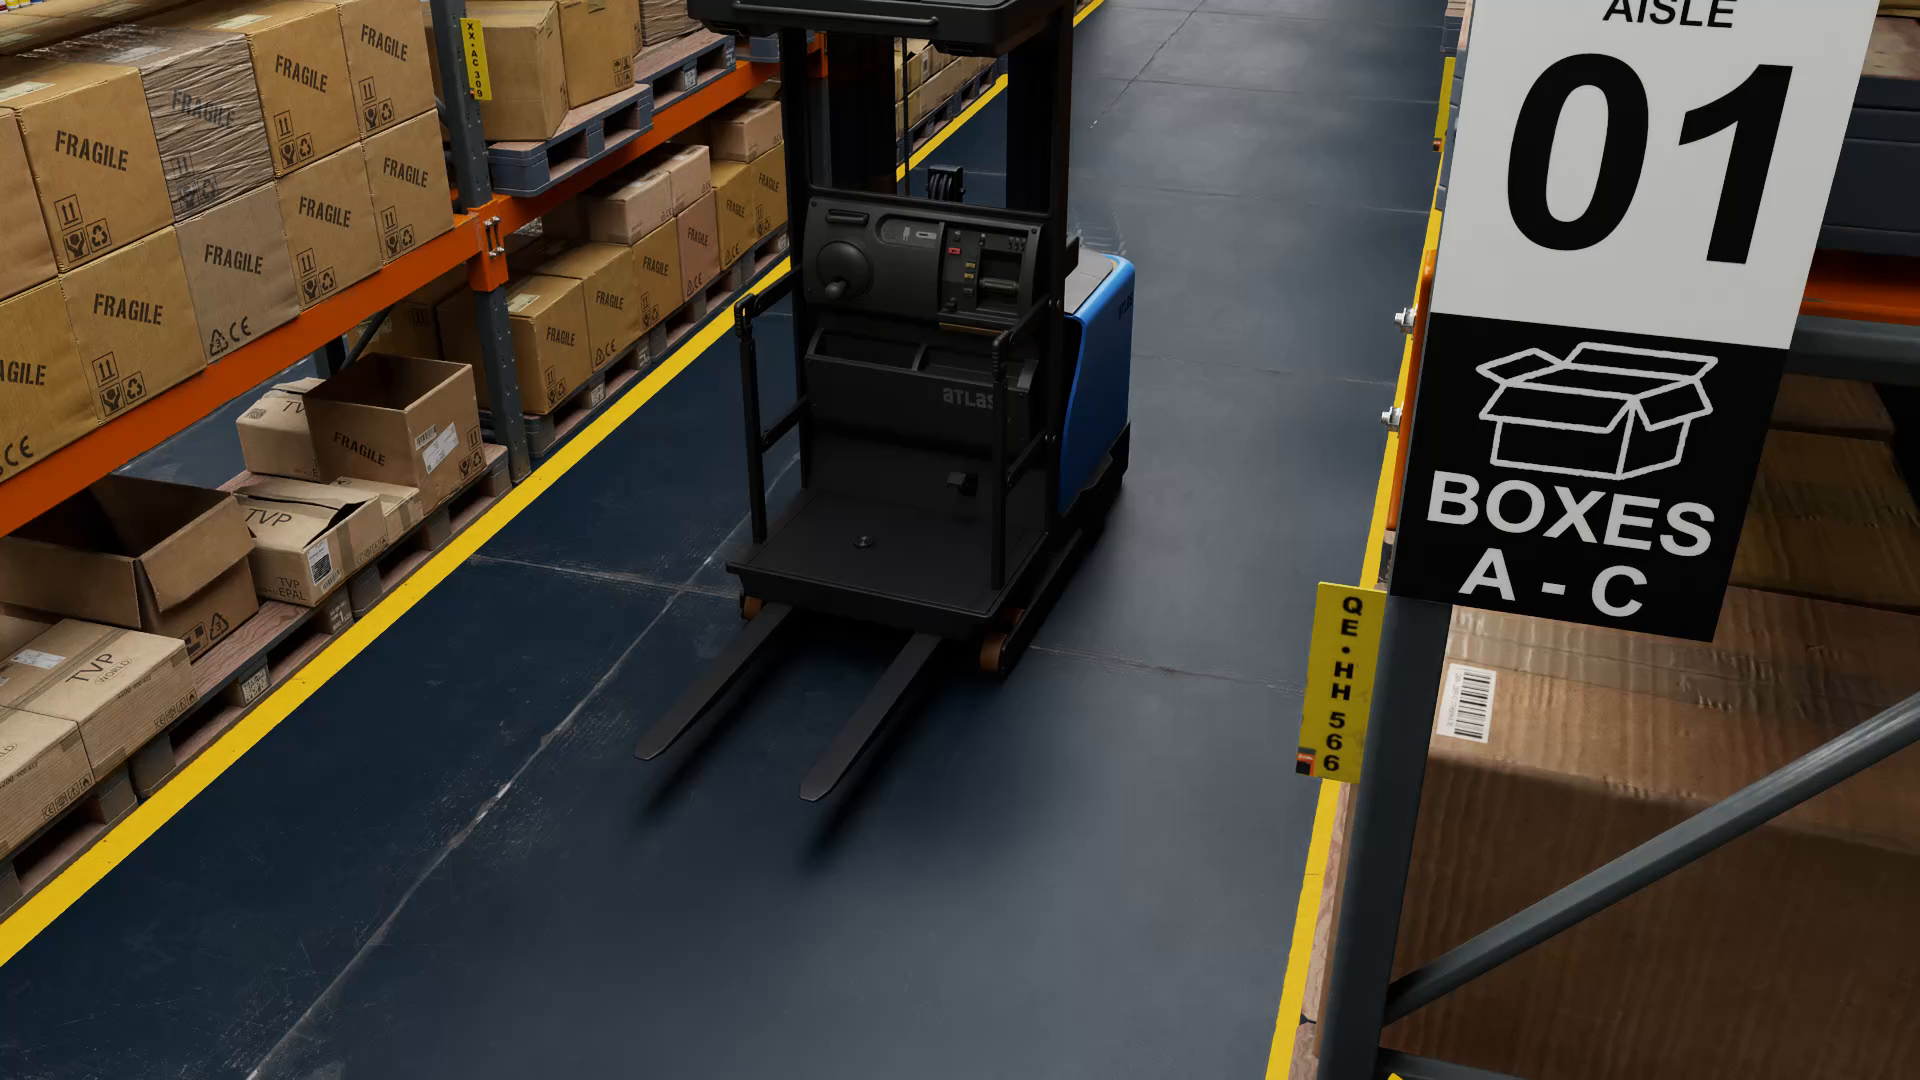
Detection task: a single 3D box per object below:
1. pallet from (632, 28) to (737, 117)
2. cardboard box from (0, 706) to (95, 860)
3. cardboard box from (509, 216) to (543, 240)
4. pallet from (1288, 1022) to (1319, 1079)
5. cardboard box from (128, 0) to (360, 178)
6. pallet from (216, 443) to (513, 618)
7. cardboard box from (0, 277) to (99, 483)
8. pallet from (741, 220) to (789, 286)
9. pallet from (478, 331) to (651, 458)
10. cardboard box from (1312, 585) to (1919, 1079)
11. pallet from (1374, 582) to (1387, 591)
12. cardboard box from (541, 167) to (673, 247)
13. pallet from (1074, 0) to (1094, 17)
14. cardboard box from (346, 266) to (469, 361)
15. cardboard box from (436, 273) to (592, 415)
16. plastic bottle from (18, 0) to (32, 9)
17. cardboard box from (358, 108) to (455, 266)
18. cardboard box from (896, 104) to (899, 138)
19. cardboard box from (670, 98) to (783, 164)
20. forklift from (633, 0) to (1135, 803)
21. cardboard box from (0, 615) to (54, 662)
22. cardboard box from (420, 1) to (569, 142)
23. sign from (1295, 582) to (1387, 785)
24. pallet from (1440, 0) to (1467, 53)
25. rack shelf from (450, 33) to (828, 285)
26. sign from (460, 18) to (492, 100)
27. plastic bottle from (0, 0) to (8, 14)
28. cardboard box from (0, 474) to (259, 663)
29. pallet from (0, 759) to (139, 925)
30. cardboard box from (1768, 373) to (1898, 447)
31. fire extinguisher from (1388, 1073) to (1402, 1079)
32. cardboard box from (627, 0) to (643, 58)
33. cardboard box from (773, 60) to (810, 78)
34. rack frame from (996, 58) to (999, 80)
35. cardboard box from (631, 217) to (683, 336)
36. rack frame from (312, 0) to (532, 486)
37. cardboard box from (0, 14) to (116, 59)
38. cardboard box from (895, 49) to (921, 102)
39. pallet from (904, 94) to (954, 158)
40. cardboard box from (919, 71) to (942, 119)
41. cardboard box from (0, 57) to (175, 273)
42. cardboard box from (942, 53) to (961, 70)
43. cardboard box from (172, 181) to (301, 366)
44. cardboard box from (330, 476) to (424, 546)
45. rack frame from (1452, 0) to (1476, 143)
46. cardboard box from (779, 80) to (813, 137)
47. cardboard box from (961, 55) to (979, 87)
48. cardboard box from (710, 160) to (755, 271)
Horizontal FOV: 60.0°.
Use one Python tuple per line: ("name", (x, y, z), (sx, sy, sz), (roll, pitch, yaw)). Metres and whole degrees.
("pallet", (-1.898, -2.534, 8.917), (1.003, 0.211, 1.213), (8, 30, 15))
("cardboard box", (-3.103, 0.760, 5.173), (0.500, 0.250, 0.500), (8, 30, 15))
("cardboard box", (-2.335, -1.495, 8.970), (0.500, 0.500, 0.500), (9, 30, 15))
("pallet", (1.216, 1.737, 3.911), (1.003, 0.211, 1.213), (8, 30, 15))
("cardboard box", (-2.555, -1.633, 5.969), (0.500, 0.500, 0.500), (8, 30, 14))
("pallet", (-2.709, -0.125, 7.259), (1.003, 0.211, 1.213), (8, 30, 15))
("cardboard box", (-3.001, -0.490, 4.942), (0.500, 0.500, 0.500), (8, 30, 15))
("pallet", (-1.587, -1.962, 10.560), (1.003, 0.211, 1.213), (8, 30, 15))
("pallet", (-2.303, -0.828, 8.521), (1.003, 0.211, 1.213), (8, 30, 15))
("cardboard box", (1.197, 0.531, 2.901), (0.980, 0.700, 0.700), (10, 31, 17))
("pallet", (1.932, 0.603, 5.949), (1.003, 0.211, 1.213), (8, 30, 15))
("cardboard box", (-1.838, -1.746, 8.650), (0.500, 0.250, 0.500), (9, 30, 15))
("pallet", (0.832, -5.660, 17.207), (1.003, 0.211, 1.213), (8, 30, 15))
("cardboard box", (-2.635, -1.033, 8.141), (0.500, 0.500, 0.500), (8, 30, 15))
("cardboard box", (-2.131, -0.953, 7.997), (0.500, 0.500, 0.500), (7, 30, 13))
("plastic bottle", (-6.039, -3.510, 10.679), (0.097, 0.201, 0.097), (0, 29, 0))
("cardboard box", (-2.408, -1.438, 6.646), (0.500, 0.500, 0.500), (9, 30, 16))
("cardboard box", (-0.751, -2.939, 11.844), (0.500, 0.250, 0.500), (8, 30, 13))
("cardboard box", (-1.395, -2.455, 9.925), (0.500, 0.250, 0.500), (10, 31, 17))
("forklift", (-0.226, -0.998, 6.028), (1.130, 2.935, 3.031), (11, 31, 18))
("cardboard box", (-3.449, 0.480, 5.677), (0.500, 0.250, 0.500), (8, 30, 15))
("cardboard box", (-2.153, -2.079, 7.366), (0.700, 0.500, 0.500), (-1, 29, -2))
("sign", (0.542, 0.207, 2.357), (0.100, 0.325, 0.005), (8, 30, 15))
("pallet", (3.512, -3.080, 9.898), (1.213, 0.211, 1.003), (8, 30, 15))
("rack shelf", (-1.919, -2.278, 9.000), (1.077, 0.370, 4.000), (8, 30, 15))
("sign", (-1.985, -1.968, 6.811), (0.100, 0.325, 0.005), (8, 30, 15))
("plastic bottle", (-6.096, -3.420, 10.517), (0.097, 0.201, 0.097), (0, 29, 0))
("cardboard box", (-3.053, 0.109, 6.083), (0.797, 0.503, 0.637), (8, 30, 15))
("pallet", (-3.425, 1.008, 5.220), (1.003, 0.211, 1.213), (8, 30, 15))
("cardboard box", (1.632, -0.161, 4.146), (0.980, 0.700, 0.700), (7, 30, 12))
("fire extinguisher", (0.571, 1.102, 2.647), (0.296, 0.674, 0.183), (8, 30, 15))
("cardboard box", (-2.047, -2.720, 8.520), (0.700, 0.500, 0.500), (1, 29, 2))
("cardboard box", (-1.267, -3.270, 11.862), (0.500, 0.311, 0.500), (8, 30, 14))
("rack frame", (-0.158, -5.381, 13.837), (1.000, 3.000, 0.127), (8, 30, 15))
("cardboard box", (-1.831, -1.434, 8.861), (0.500, 0.500, 0.500), (9, 30, 15))
("rack frame", (-2.506, -1.663, 7.154), (1.000, 3.000, 0.127), (8, 30, 15))
("cardboard box", (-3.216, -1.486, 5.705), (0.500, 0.500, 0.500), (8, 30, 13))
("cardboard box", (-0.600, -3.433, 12.154), (0.500, 0.311, 0.500), (8, 30, 14))
("pallet", (-0.693, -3.246, 12.867), (1.003, 0.211, 1.213), (8, 30, 15))
("cardboard box", (-0.453, -3.420, 12.709), (0.500, 0.250, 0.500), (9, 30, 16))
("cardboard box", (-2.852, -1.166, 5.128), (0.500, 0.500, 0.500), (8, 30, 14))
("cardboard box", (-0.298, -3.905, 13.003), (0.500, 0.311, 0.500), (8, 30, 15))
("cardboard box", (-2.706, -0.959, 5.786), (0.500, 0.500, 0.500), (9, 30, 16))
("cardboard box", (-2.455, -0.122, 6.863), (0.380, 0.149, 0.250), (8, 30, 15))
("rack frame", (1.056, -1.721, 1.087), (1.000, 3.000, 0.127), (8, 30, 15))
("cardboard box", (-0.898, -2.951, 11.288), (0.500, 0.311, 0.500), (10, 30, 17))
("cardboard box", (-0.153, -3.894, 13.561), (0.500, 0.250, 0.500), (8, 30, 14))
("cardboard box", (-1.534, -1.913, 9.723), (0.500, 0.500, 0.500), (7, 30, 13))
